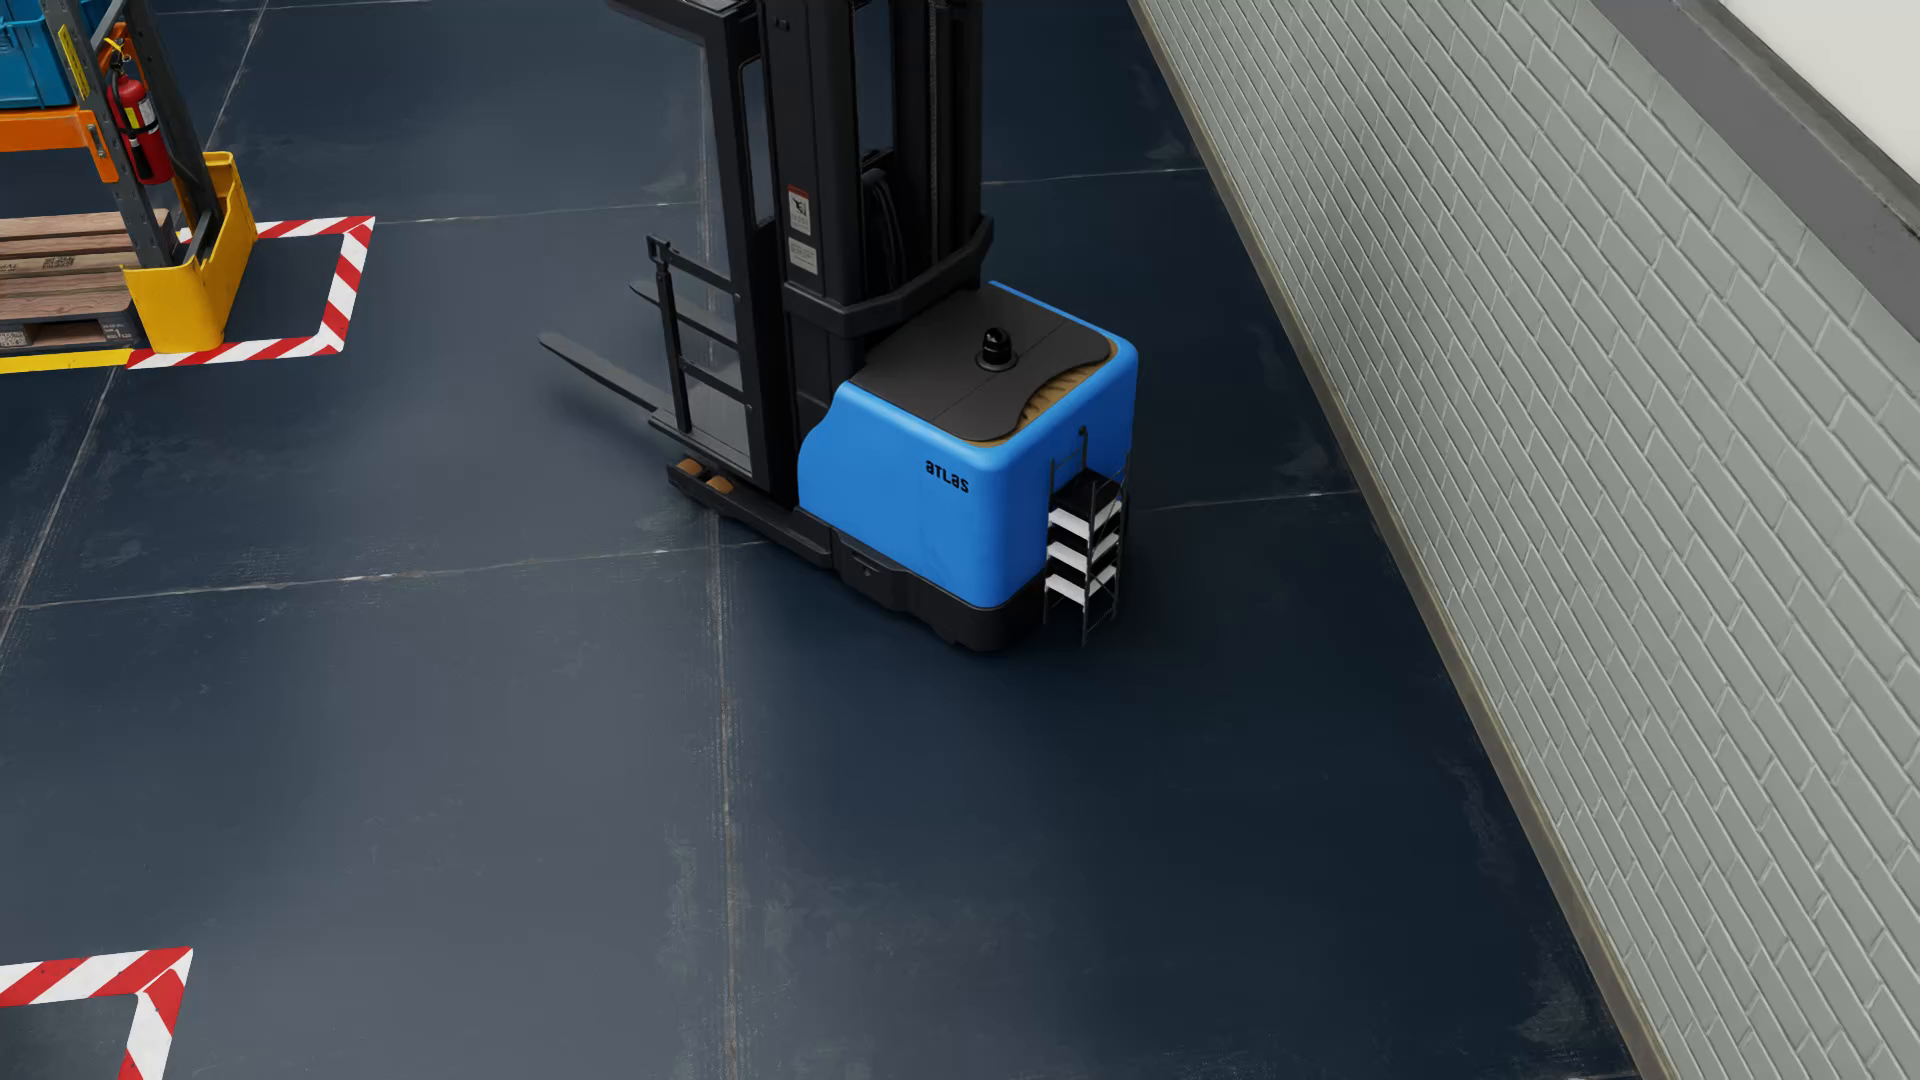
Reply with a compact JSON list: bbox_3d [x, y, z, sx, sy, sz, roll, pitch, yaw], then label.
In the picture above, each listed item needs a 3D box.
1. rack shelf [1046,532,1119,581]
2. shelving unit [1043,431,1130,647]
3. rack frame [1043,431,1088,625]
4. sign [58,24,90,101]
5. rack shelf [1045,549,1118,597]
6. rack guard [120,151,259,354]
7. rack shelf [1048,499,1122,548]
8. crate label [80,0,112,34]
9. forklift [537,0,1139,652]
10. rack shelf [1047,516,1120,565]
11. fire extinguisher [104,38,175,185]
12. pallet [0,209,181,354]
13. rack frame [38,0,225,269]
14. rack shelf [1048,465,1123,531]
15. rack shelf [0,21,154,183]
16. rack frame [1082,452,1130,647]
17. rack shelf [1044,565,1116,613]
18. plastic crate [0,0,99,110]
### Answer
[{"bbox_3d":[0.509,0.033,6.807,0.200,0.077,0.258,29,49,28],"label":"rack shelf"},{"bbox_3d":[0.509,0.008,6.784,0.210,0.900,0.258,29,49,28],"label":"shelving unit"},{"bbox_3d":[0.431,-0.035,6.832,0.006,0.900,0.240,29,49,28],"label":"rack frame"},{"bbox_3d":[-3.986,-2.149,7.487,0.005,0.325,0.100,-5,42,-6],"label":"sign"},{"bbox_3d":[0.509,0.100,6.867,0.200,0.077,0.258,29,49,28],"label":"rack shelf"},{"bbox_3d":[-4.052,-1.535,8.794,0.348,0.500,1.175,-5,42,-6],"label":"rack guard"},{"bbox_3d":[0.509,-0.101,6.686,0.200,0.077,0.258,29,49,28],"label":"rack shelf"},{"bbox_3d":[-4.361,-2.610,8.199,0.303,0.233,0.416,-5,42,-6],"label":"crate label"},{"bbox_3d":[-0.717,-1.459,6.895,3.031,2.935,1.130,29,49,28],"label":"forklift"},{"bbox_3d":[0.509,-0.034,6.746,0.200,0.077,0.258,29,49,28],"label":"rack shelf"},{"bbox_3d":[-3.865,-1.997,7.776,0.183,0.674,0.296,-5,42,-6],"label":"fire extinguisher"},{"bbox_3d":[-4.897,-1.371,8.828,1.213,0.211,1.003,-5,42,-6],"label":"pallet"},{"bbox_3d":[-4.074,-2.453,7.945,0.127,3.000,1.000,-5,42,-6],"label":"rack frame"},{"bbox_3d":[0.509,-0.168,6.626,0.200,0.077,0.258,29,49,28],"label":"rack shelf"},{"bbox_3d":[-6.057,-2.012,7.993,4.000,0.370,1.077,-5,42,-6],"label":"rack shelf"},{"bbox_3d":[0.588,0.051,6.736,0.006,0.900,0.240,29,49,28],"label":"rack frame"},{"bbox_3d":[0.509,0.167,6.927,0.200,0.077,0.258,29,49,28],"label":"rack shelf"},{"bbox_3d":[-4.382,-2.335,7.743,0.499,0.435,0.616,-5,42,-6],"label":"plastic crate"}]
